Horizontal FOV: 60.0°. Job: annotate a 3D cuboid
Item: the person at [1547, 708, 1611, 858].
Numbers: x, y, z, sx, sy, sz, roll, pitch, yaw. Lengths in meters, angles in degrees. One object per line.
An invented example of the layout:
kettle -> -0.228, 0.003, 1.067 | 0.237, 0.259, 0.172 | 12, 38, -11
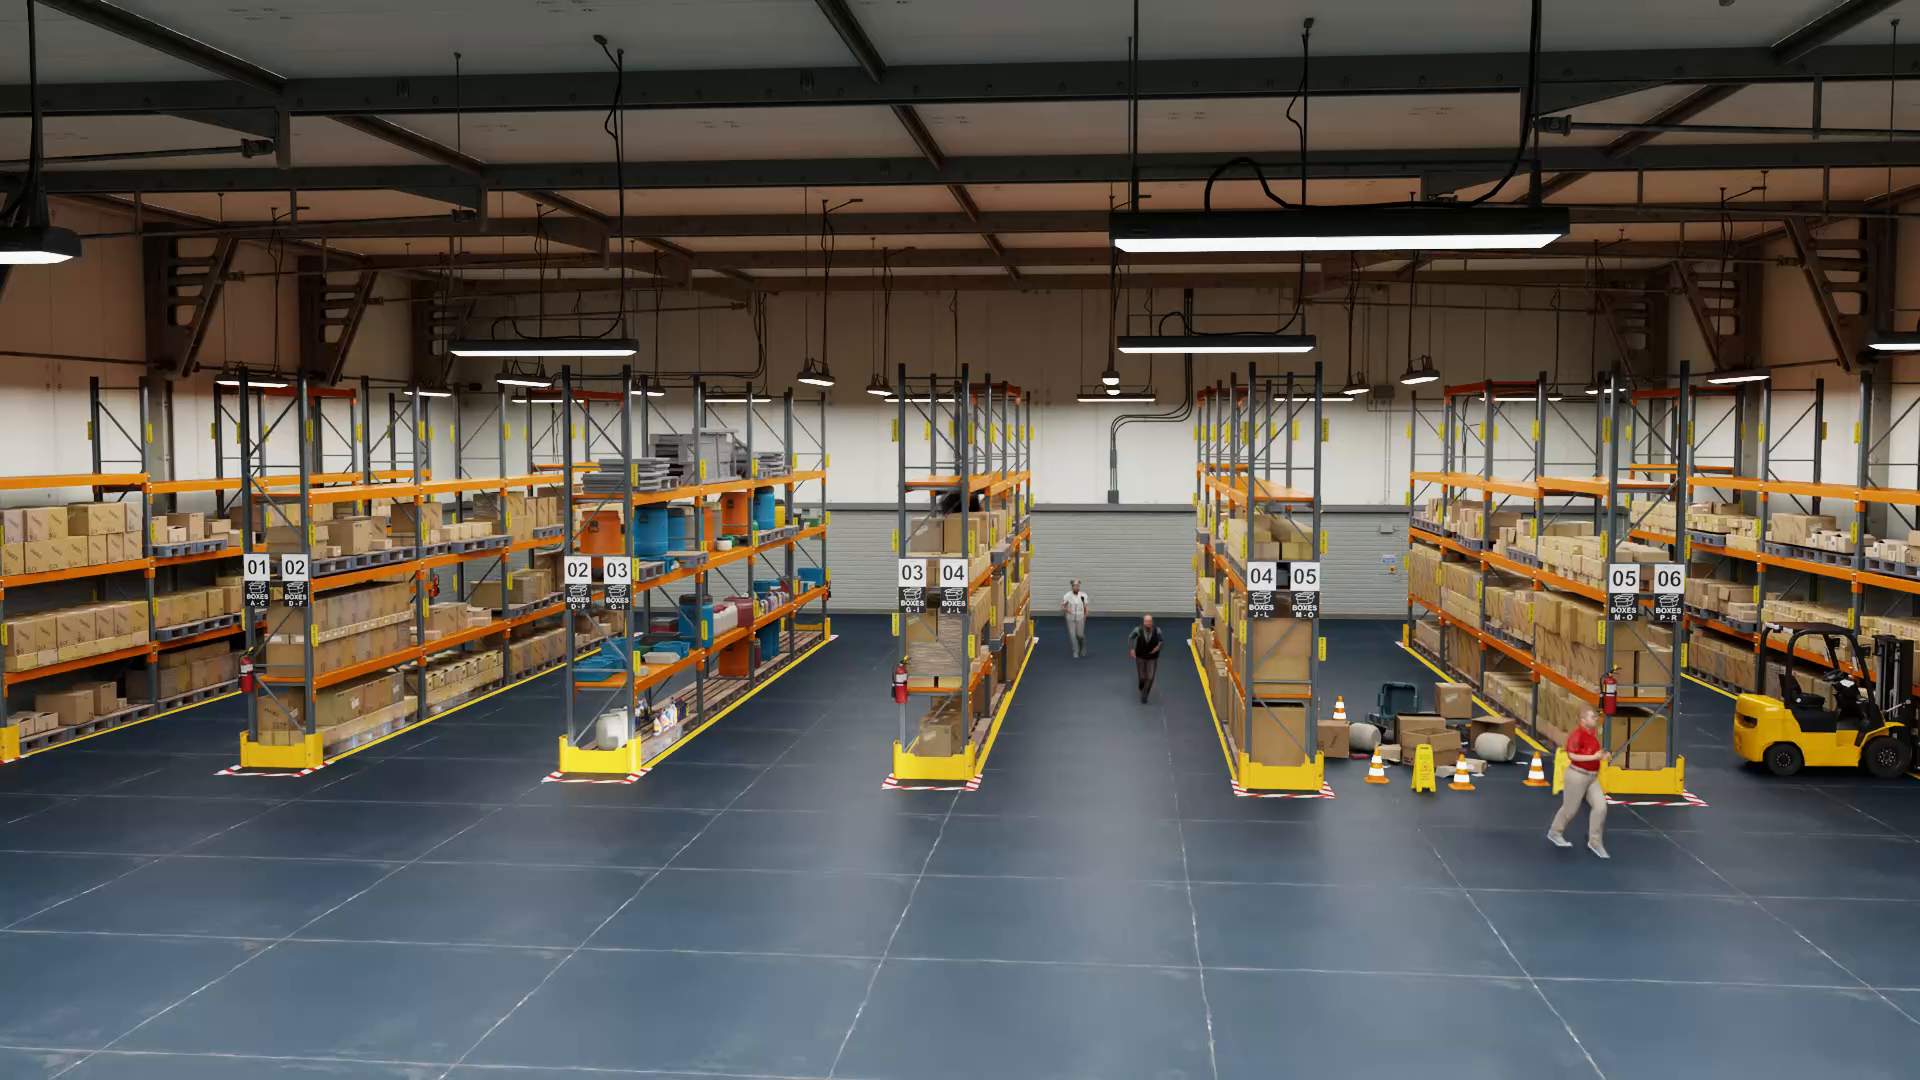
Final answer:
person -> 7.359, 2.892, 19.760 | 0.627, 1.806, 0.803 | -3, 5, -40

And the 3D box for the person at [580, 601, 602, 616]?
person -> -9.327, 1.510, 41.892 | 0.843, 1.658, 0.563 | 1, 4, 9

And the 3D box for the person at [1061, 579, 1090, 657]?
person -> 2.566, 1.751, 37.028 | 0.641, 1.753, 0.589 | 0, 4, 5

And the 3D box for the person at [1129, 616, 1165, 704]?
person -> 3.469, 2.212, 30.923 | 0.649, 1.653, 0.738 | 0, 4, -2
